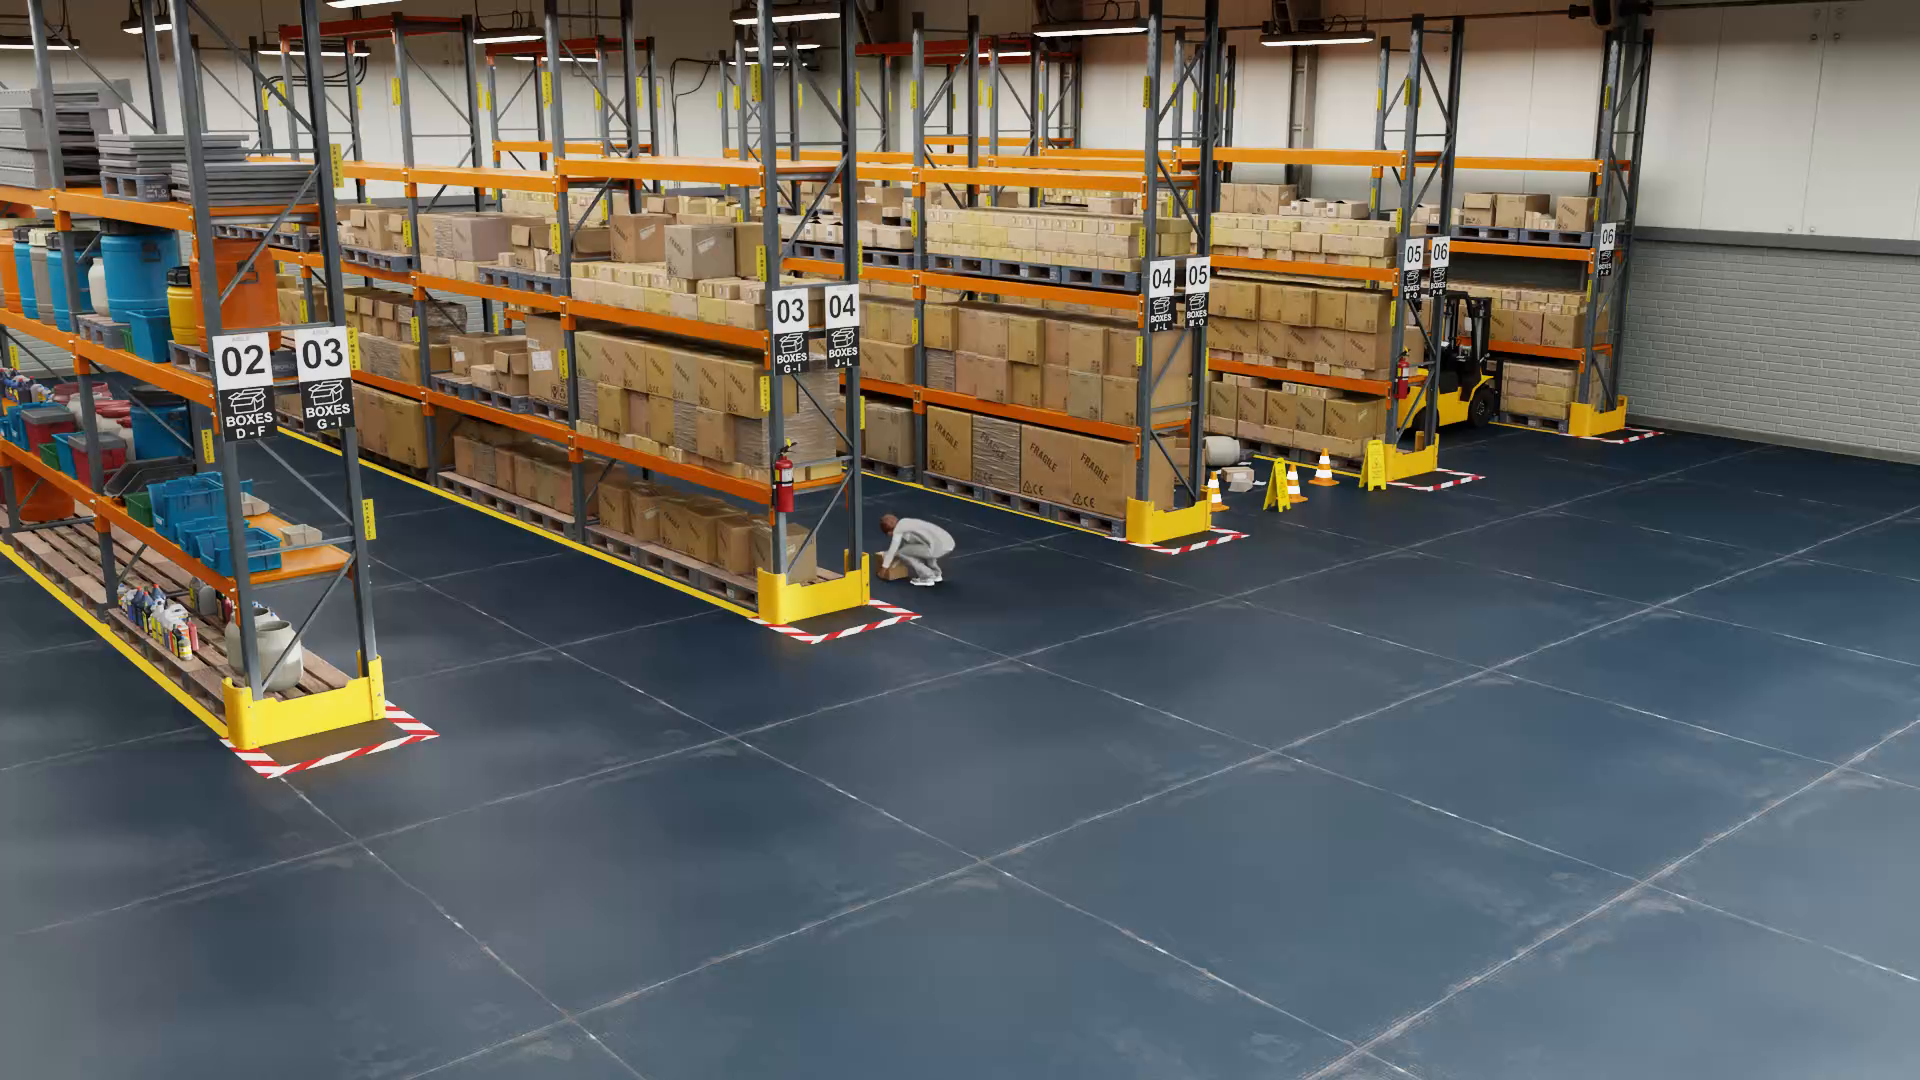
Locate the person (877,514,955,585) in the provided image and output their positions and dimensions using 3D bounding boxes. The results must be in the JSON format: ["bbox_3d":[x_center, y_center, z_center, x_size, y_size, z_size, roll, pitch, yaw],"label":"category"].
[{"bbox_3d":[-0.470,0.121,17.484,0.870,0.736,0.423,9,17,31],"label":"person"}]
